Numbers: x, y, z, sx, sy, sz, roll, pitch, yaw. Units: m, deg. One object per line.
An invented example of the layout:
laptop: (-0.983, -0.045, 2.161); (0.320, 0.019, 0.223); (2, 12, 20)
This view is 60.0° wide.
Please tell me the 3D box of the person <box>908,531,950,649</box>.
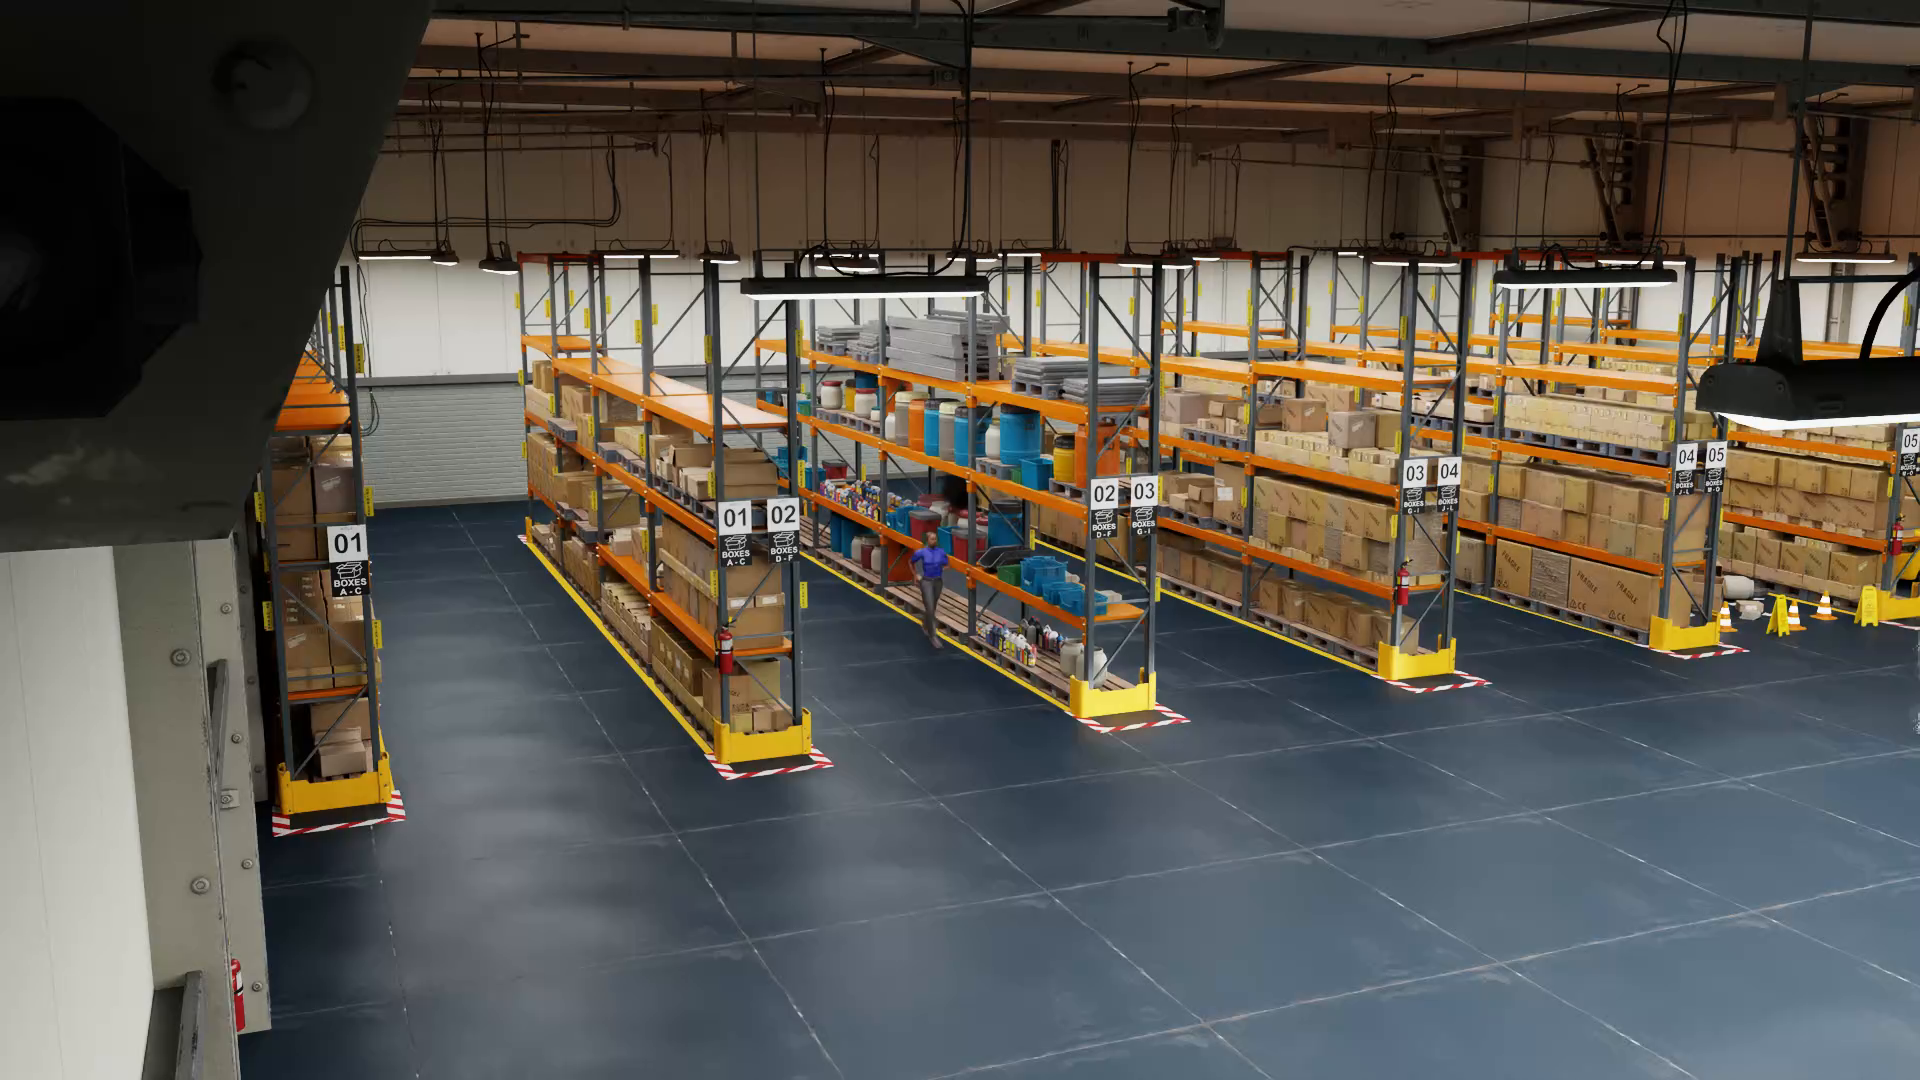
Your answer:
person: (-0.421, 0.707, 24.856); (0.562, 1.692, 0.823); (-6, 12, -28)
